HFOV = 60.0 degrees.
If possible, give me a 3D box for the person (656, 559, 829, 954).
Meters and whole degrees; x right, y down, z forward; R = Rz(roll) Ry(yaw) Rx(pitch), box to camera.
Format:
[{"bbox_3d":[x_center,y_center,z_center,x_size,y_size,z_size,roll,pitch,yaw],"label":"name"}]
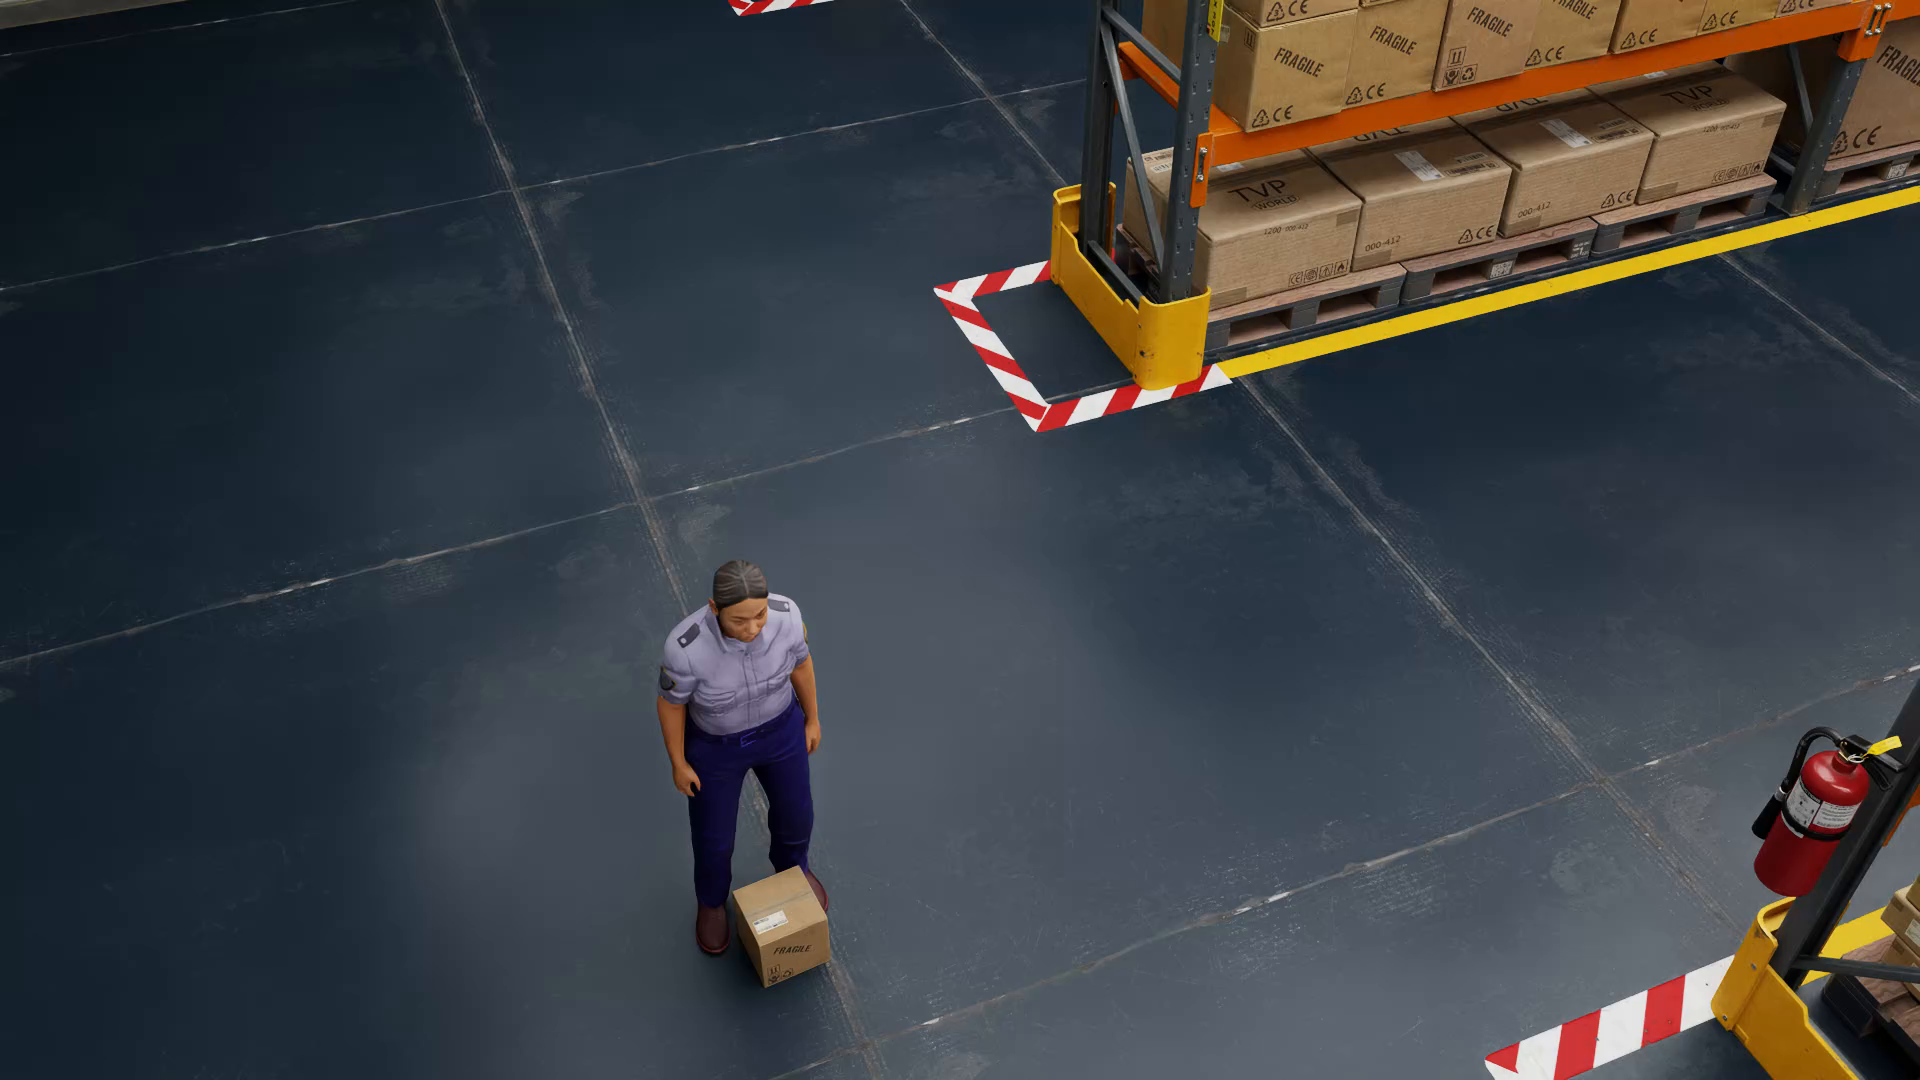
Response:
[{"bbox_3d":[-0.711,0.665,5.428,0.553,1.650,0.374,-18,45,-19],"label":"person"}]
